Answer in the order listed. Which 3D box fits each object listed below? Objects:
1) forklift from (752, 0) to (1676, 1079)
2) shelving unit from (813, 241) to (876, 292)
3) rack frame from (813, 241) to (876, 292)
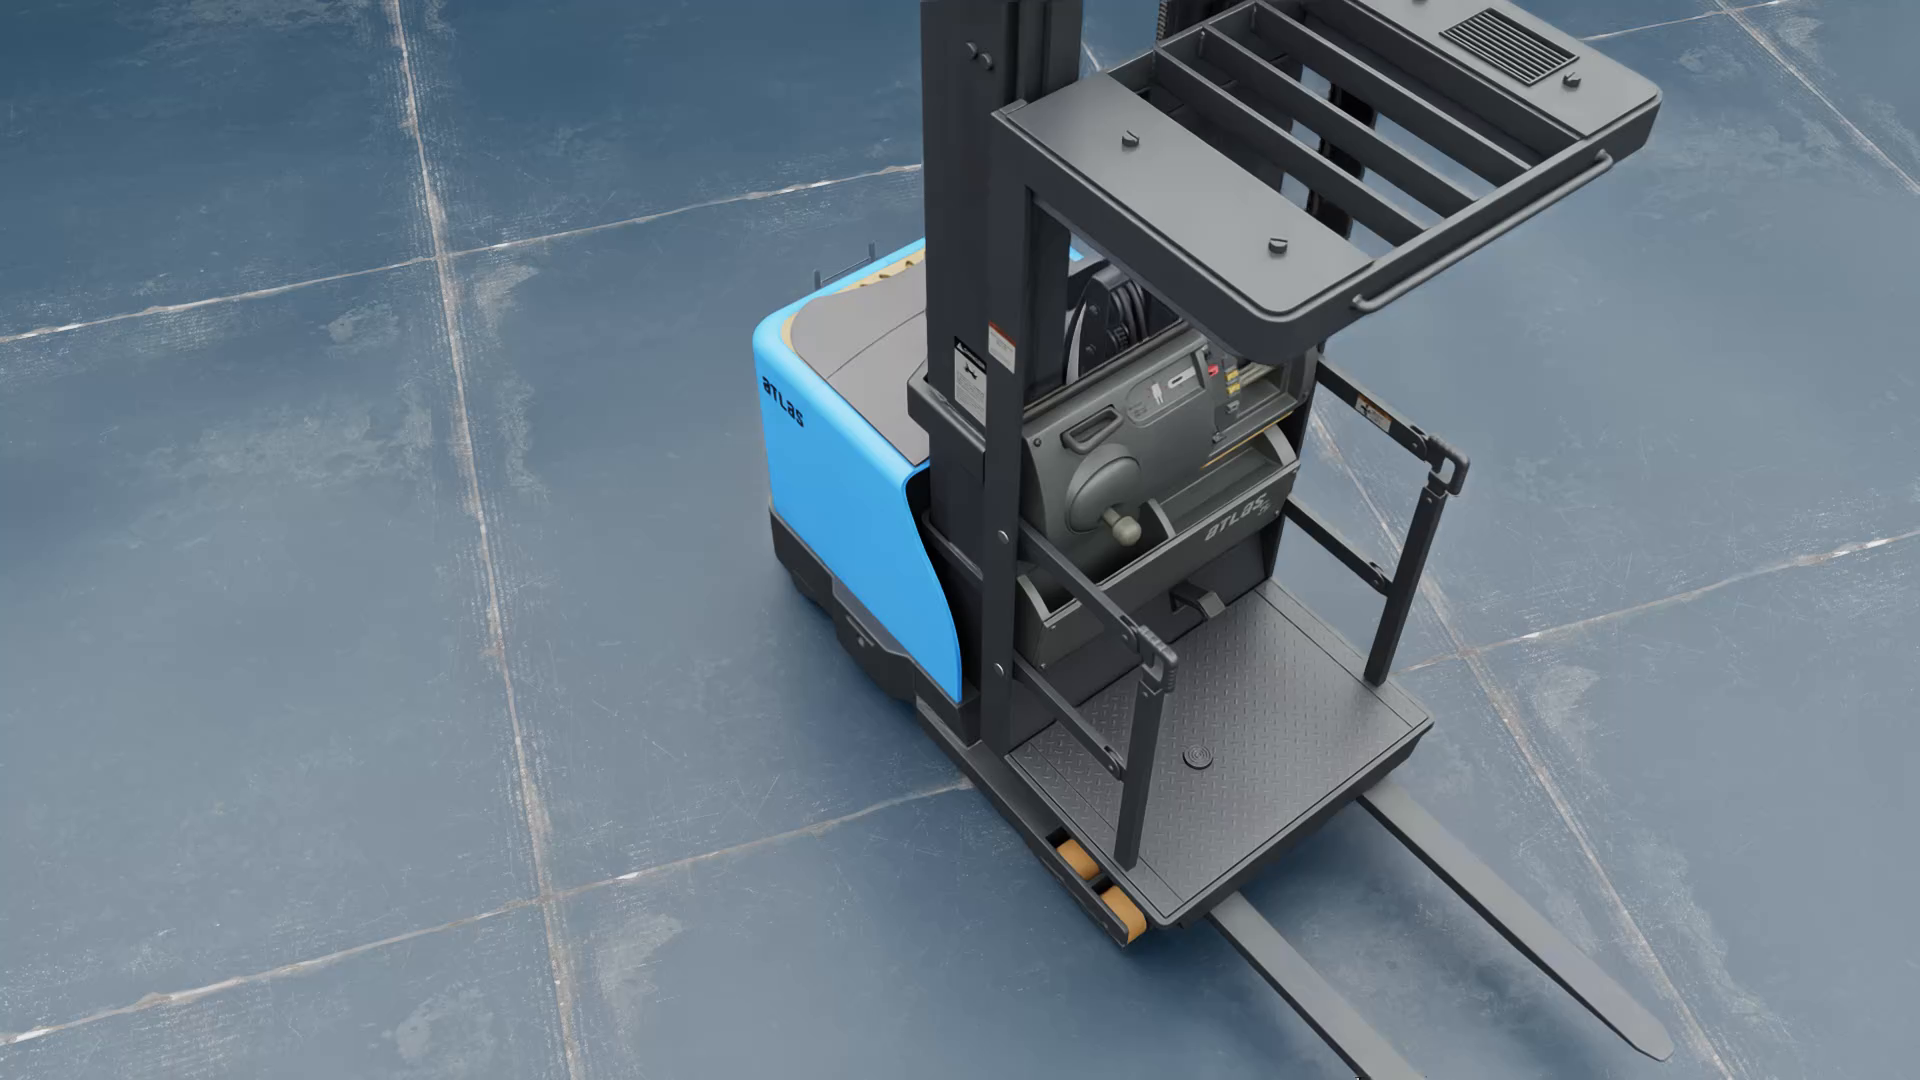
[{"bbox_3d":[0.675,-0.227,4.024,1.130,2.935,3.031,-31,56,-23],"label":"forklift"},{"bbox_3d":[-0.309,-0.562,5.635,0.258,0.900,0.210,-31,56,-23],"label":"shelving unit"},{"bbox_3d":[-0.372,-0.623,5.687,0.240,0.900,0.006,-31,56,-23],"label":"rack frame"}]
